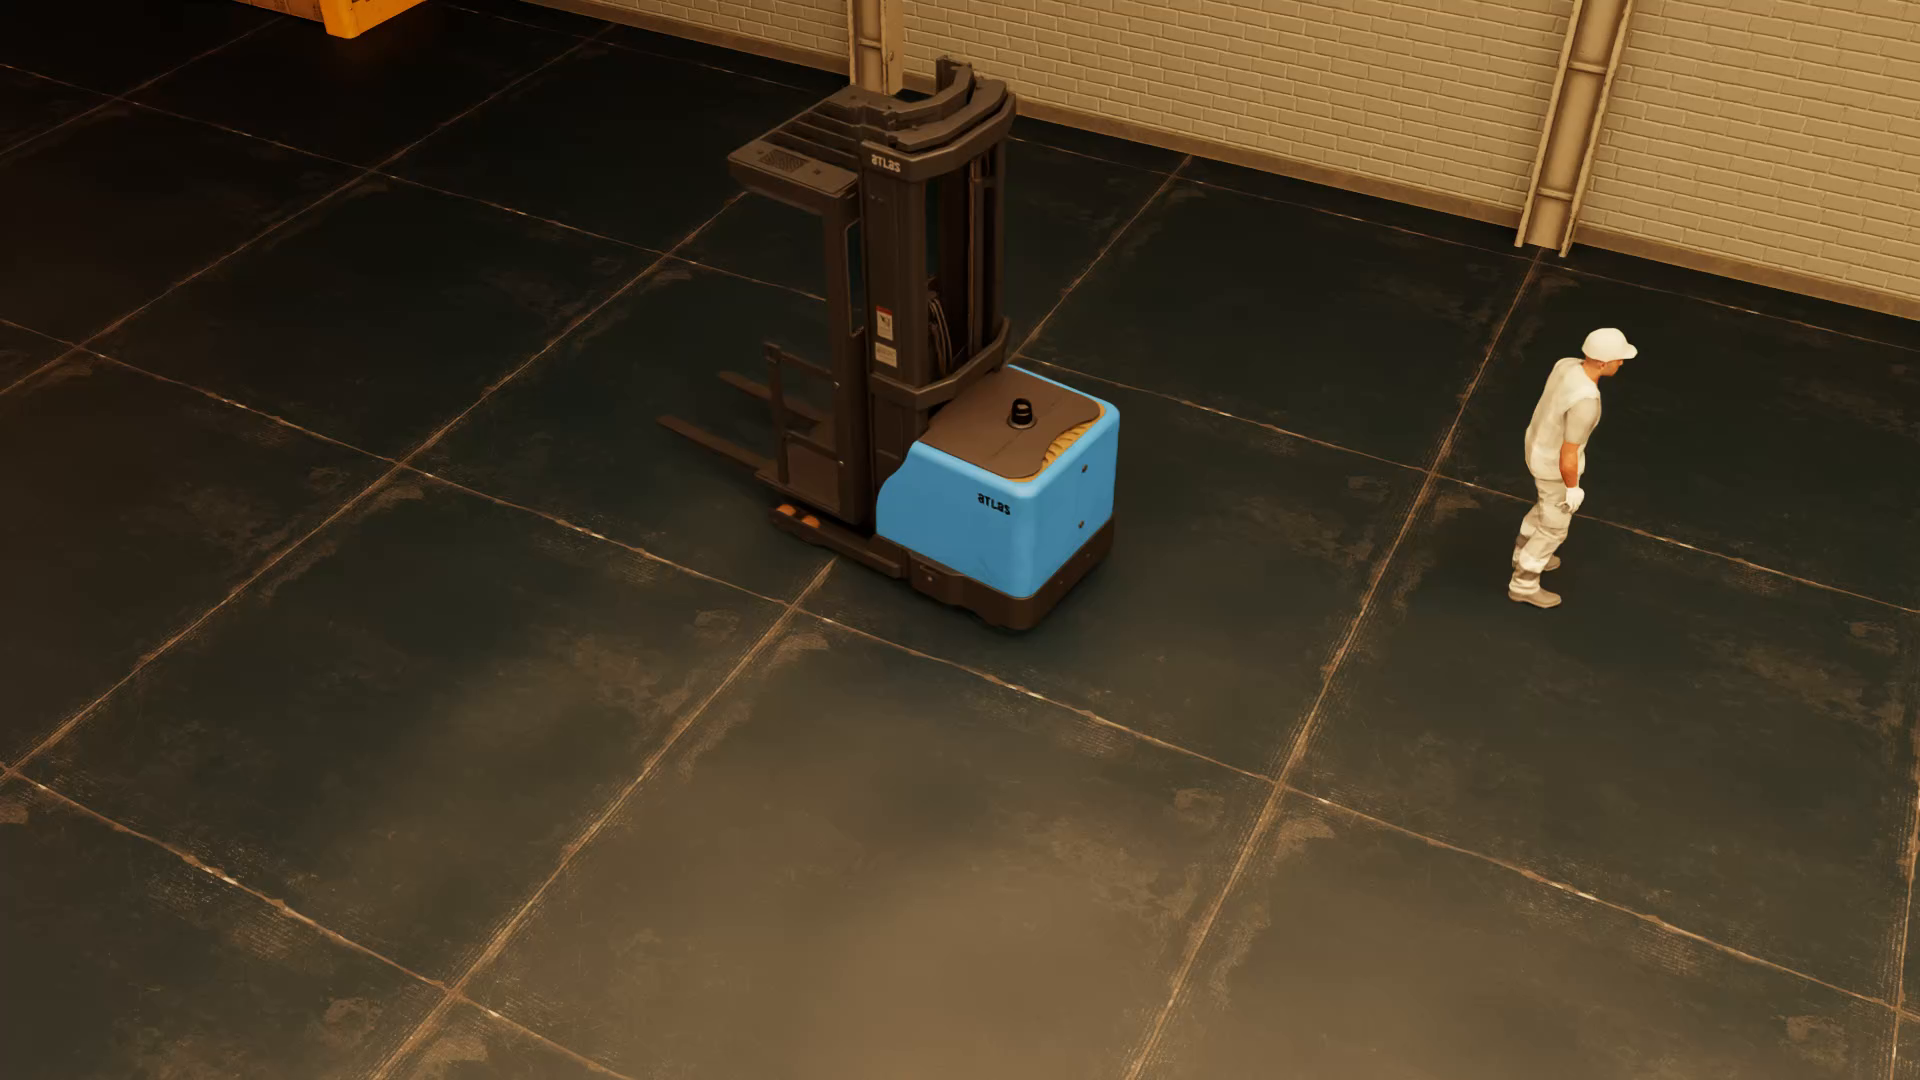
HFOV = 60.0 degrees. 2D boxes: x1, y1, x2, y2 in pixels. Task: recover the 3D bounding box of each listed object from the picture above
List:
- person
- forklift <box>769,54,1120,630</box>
[{"bbox_3d":[3.402,-0.449,9.371,0.434,1.718,0.609,5,40,6],"label":"person"},{"bbox_3d":[-0.568,-1.358,9.599,3.031,2.935,1.130,24,46,26],"label":"forklift"}]
